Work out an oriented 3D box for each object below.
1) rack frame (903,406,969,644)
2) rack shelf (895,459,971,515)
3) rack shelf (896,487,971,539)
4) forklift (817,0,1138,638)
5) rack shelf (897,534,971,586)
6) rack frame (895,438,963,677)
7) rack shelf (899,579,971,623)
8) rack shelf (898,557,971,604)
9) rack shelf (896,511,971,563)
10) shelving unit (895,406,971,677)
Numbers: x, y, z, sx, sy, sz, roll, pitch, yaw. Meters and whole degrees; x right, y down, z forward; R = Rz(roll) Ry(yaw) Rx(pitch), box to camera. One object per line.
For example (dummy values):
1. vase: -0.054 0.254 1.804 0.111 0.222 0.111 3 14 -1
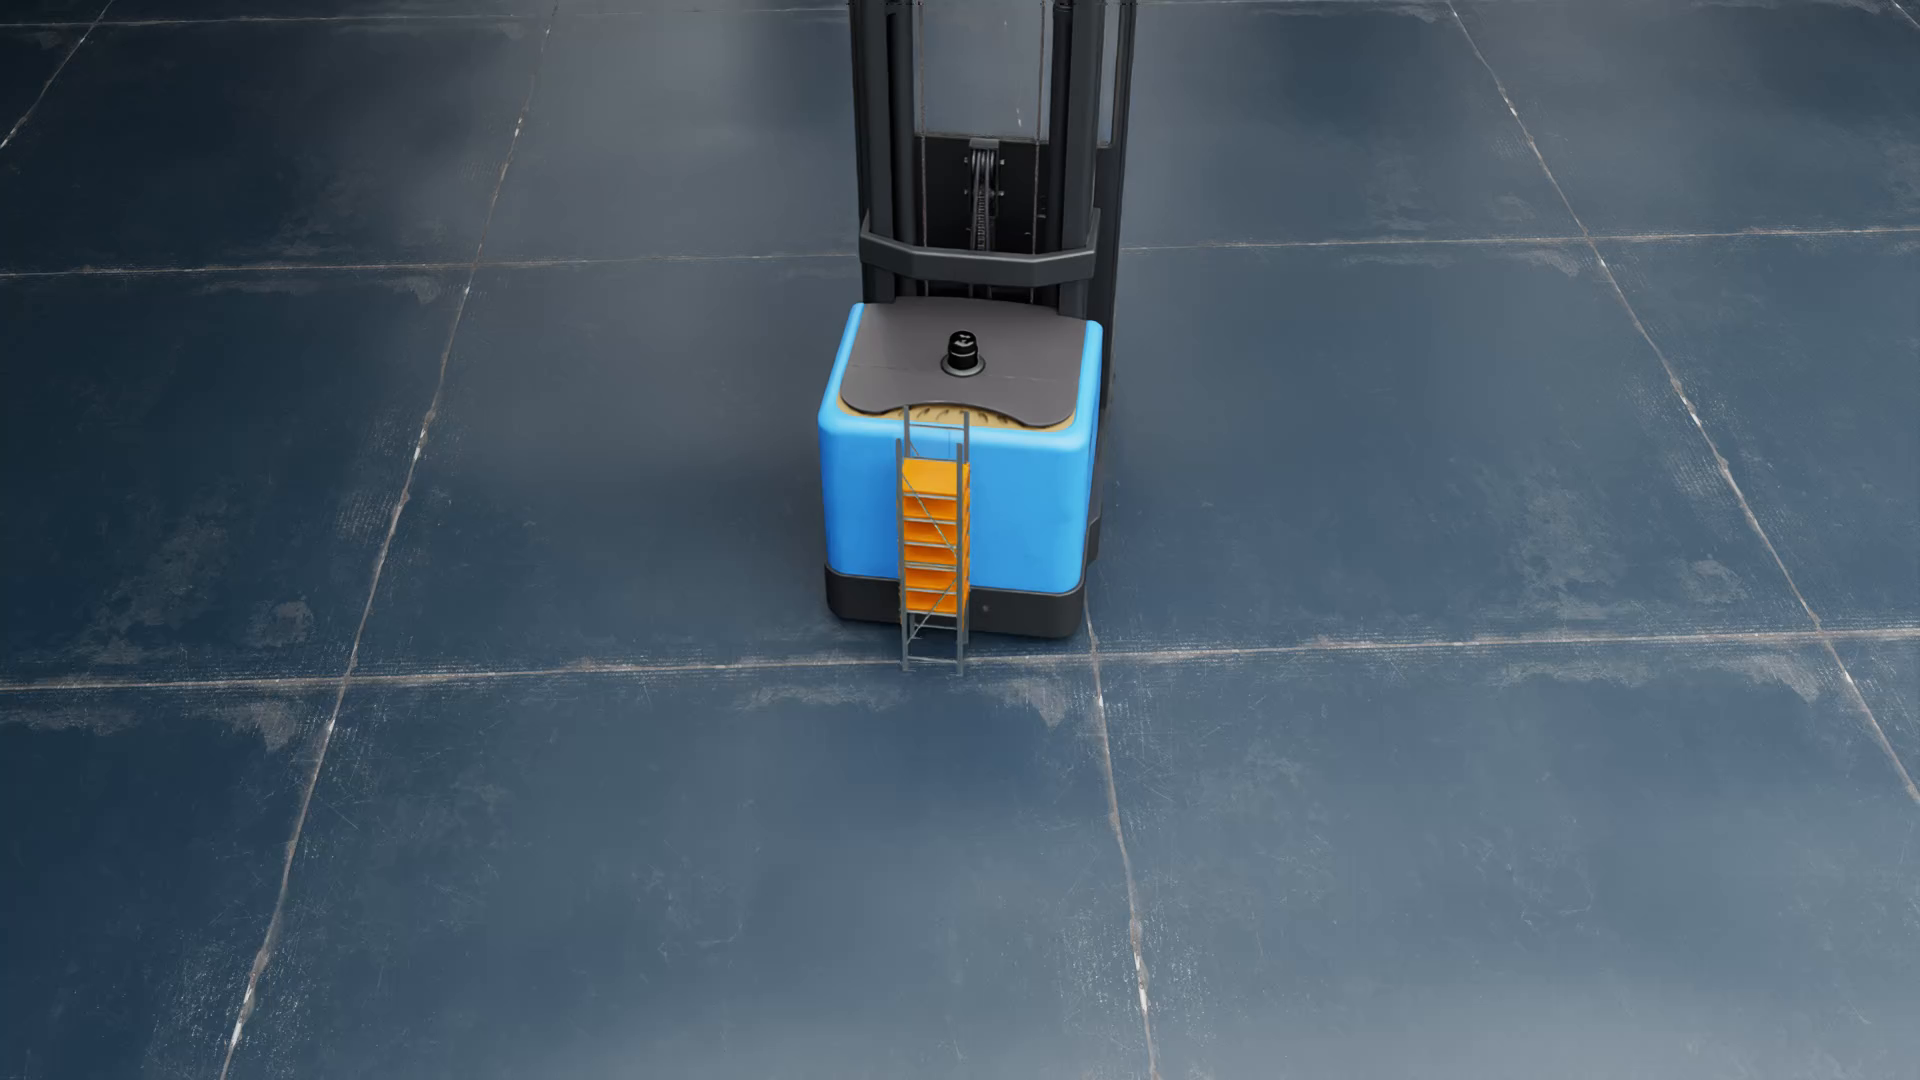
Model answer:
1. rack frame: -0.085 -0.029 6.393 0.240 1.200 0.006 5 43 6
2. rack shelf: -0.097 -0.200 6.113 0.258 0.103 0.180 5 43 6
3. rack shelf: -0.097 -0.112 6.194 0.258 0.103 0.180 5 43 6
4. forklift: 0.157 -1.683 6.917 1.130 2.935 3.031 5 43 6
5. rack shelf: -0.097 0.065 6.357 0.258 0.103 0.180 5 43 6
6. rack frame: -0.109 0.094 6.260 0.240 1.200 0.006 5 43 6
7. rack shelf: -0.097 0.242 6.519 0.258 0.103 0.180 5 43 6
8. rack shelf: -0.097 0.154 6.438 0.258 0.103 0.180 5 43 6
9. rack shelf: -0.097 -0.023 6.275 0.258 0.103 0.180 5 43 6
10. shelving unit: -0.097 0.033 6.327 0.258 1.200 0.189 5 43 6
